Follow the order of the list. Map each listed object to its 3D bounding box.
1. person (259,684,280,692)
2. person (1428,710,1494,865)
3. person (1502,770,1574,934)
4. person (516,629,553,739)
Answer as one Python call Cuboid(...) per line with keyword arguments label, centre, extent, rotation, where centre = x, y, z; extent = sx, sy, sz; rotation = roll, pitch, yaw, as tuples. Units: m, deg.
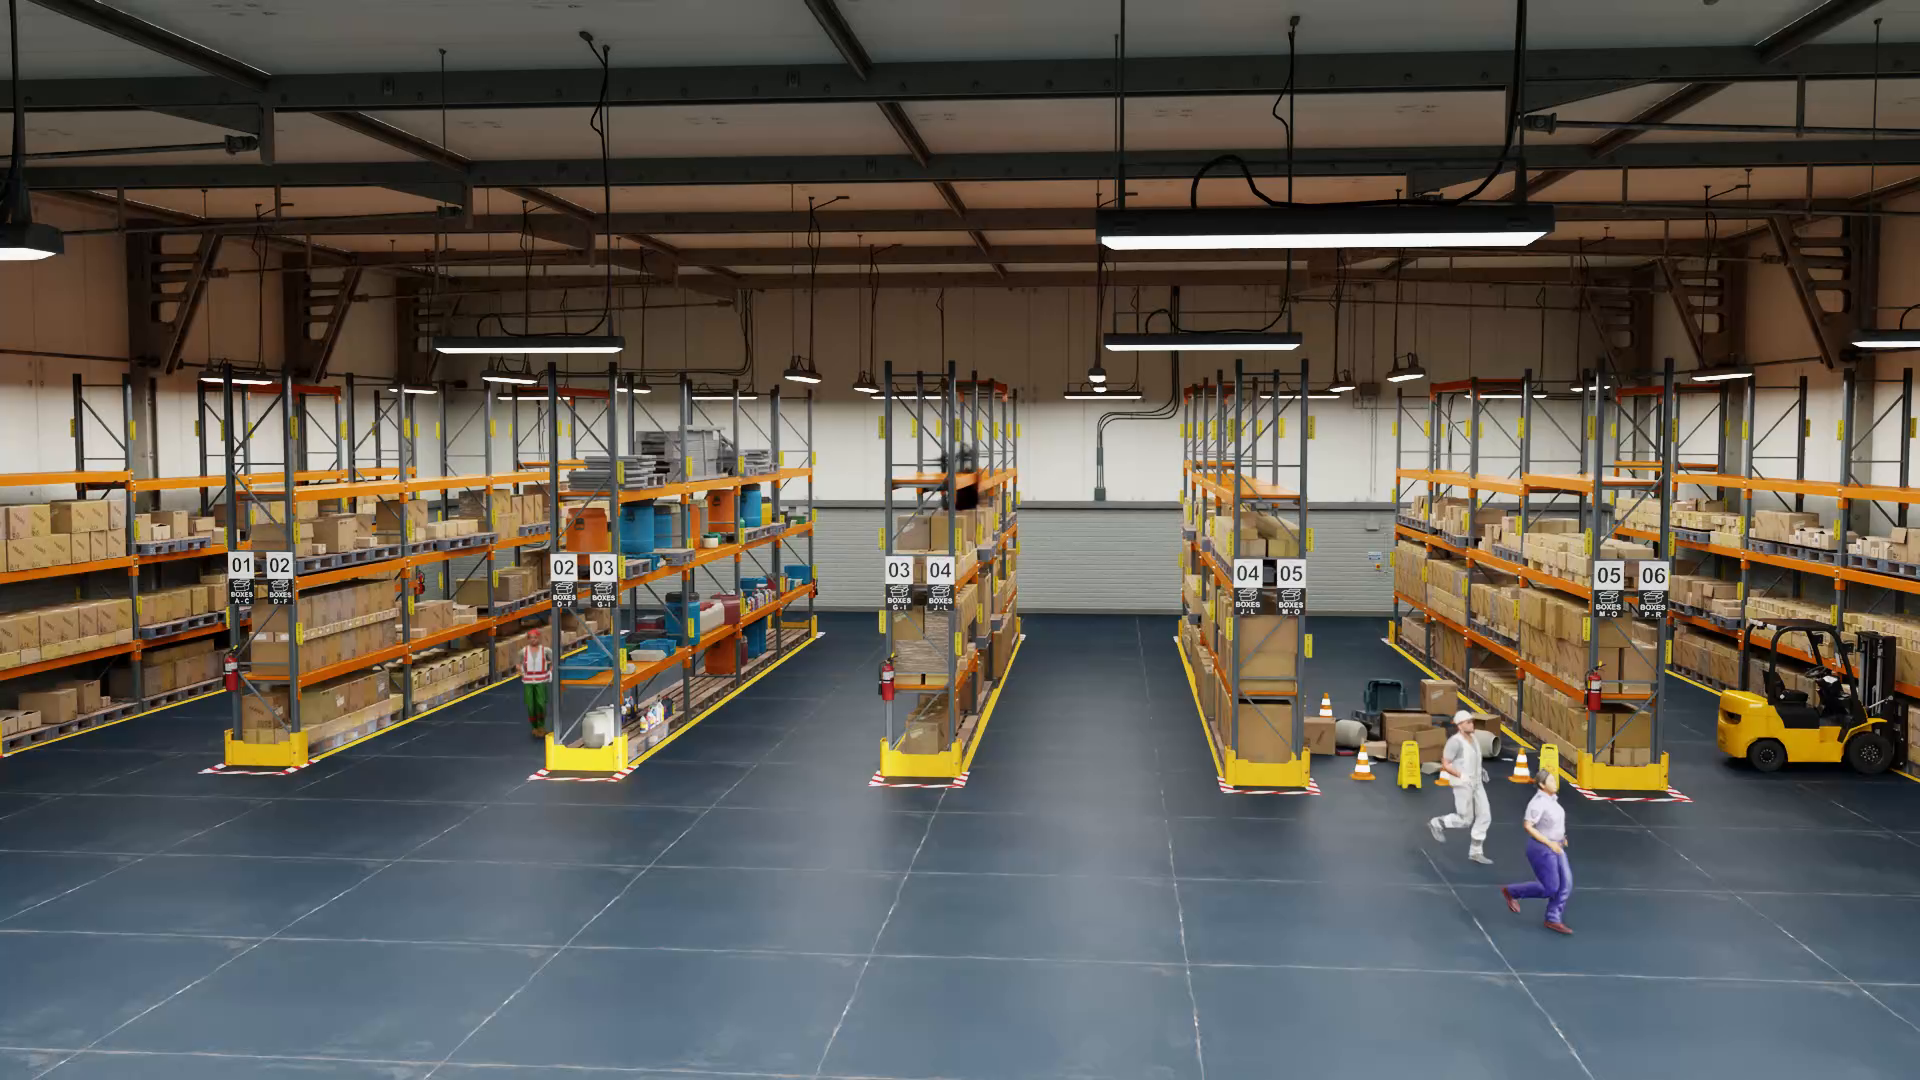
Cuboid(label="person", centre=(-11.565, 2.275, 28.037), extent=(0.663, 1.713, 0.974), rotation=(0, 4, 3))
Cuboid(label="person", centre=(5.891, 2.861, 19.432), extent=(0.668, 1.754, 0.825), rotation=(-3, 5, -39))
Cuboid(label="person", centre=(5.840, 3.119, 16.723), extent=(0.685, 1.612, 0.608), rotation=(3, 5, 38))
Cuboid(label="person", centre=(-6.882, 2.342, 26.961), extent=(0.634, 1.786, 0.645), rotation=(0, 4, -7))
